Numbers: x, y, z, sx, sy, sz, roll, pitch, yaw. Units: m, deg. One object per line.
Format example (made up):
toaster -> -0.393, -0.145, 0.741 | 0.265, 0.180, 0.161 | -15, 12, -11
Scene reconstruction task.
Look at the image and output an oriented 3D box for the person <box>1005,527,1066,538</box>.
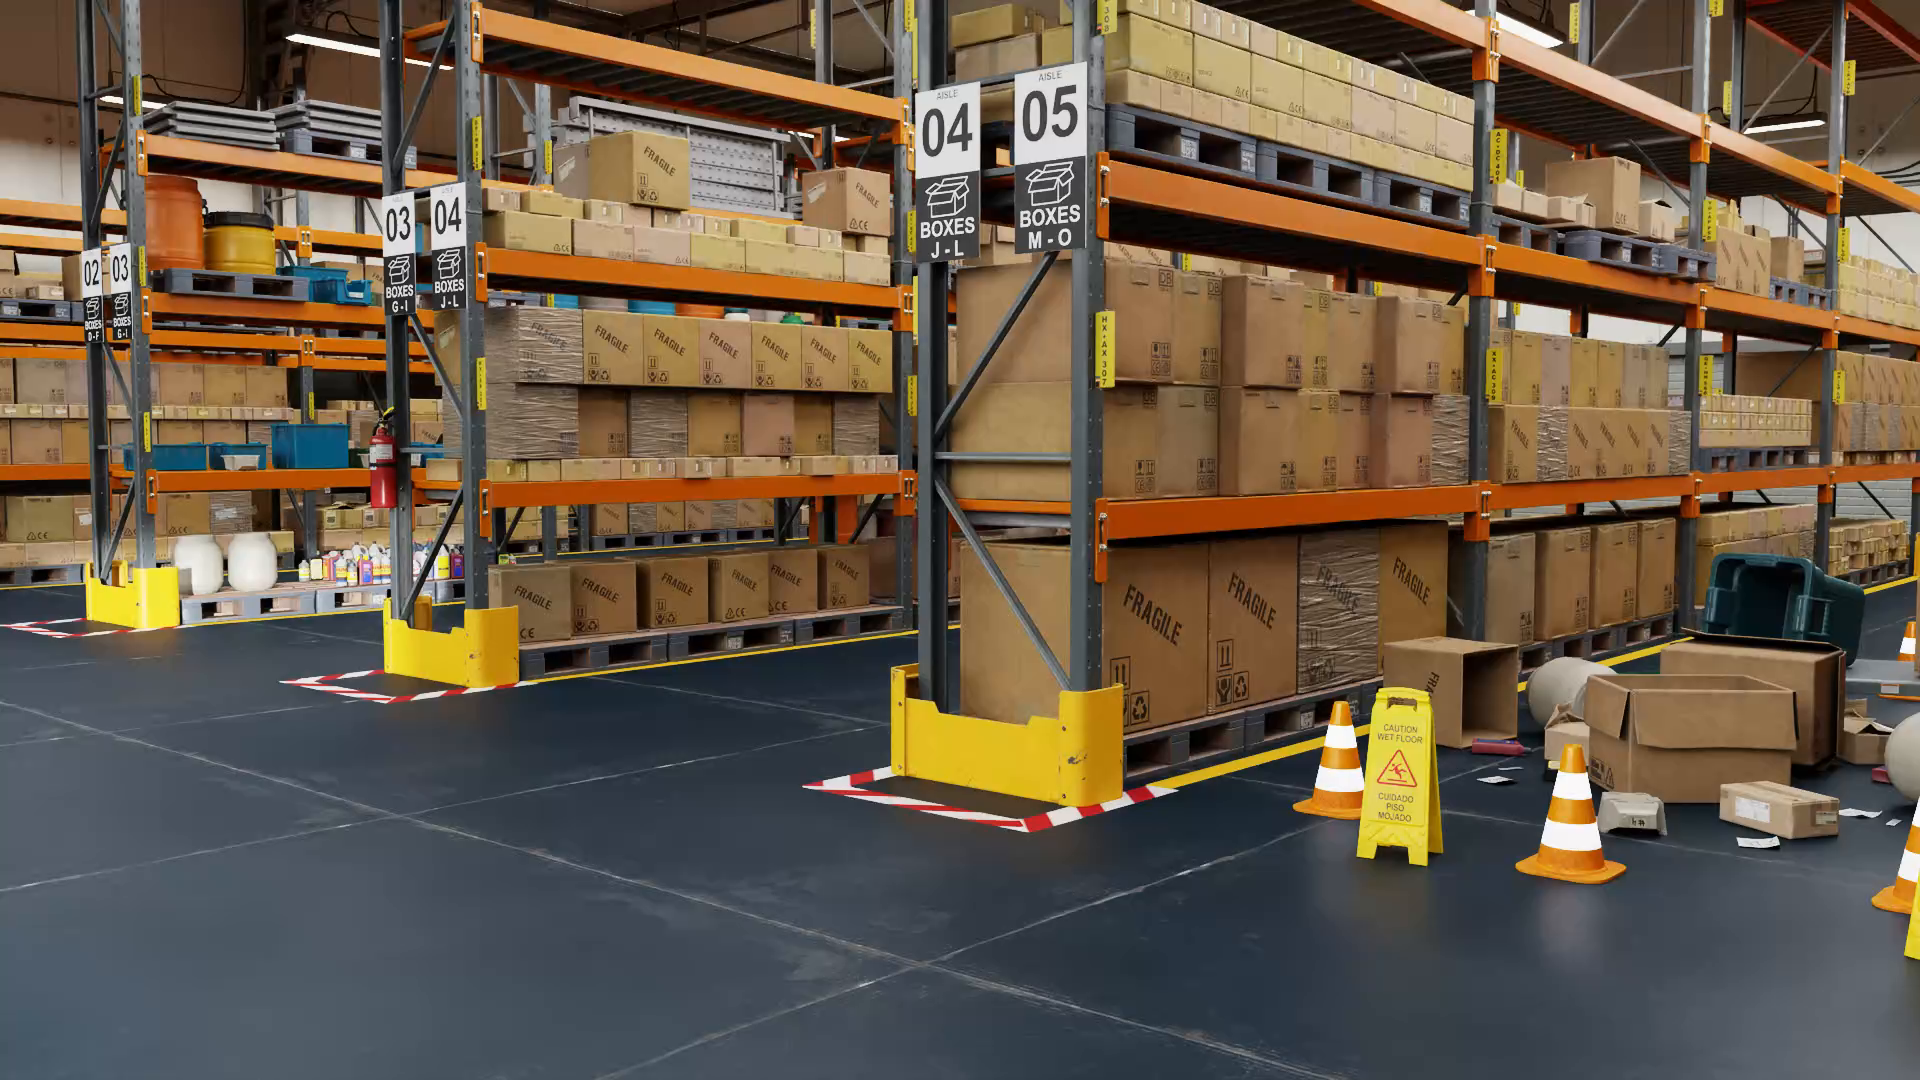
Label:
person -> 0.589, -0.094, 13.371 | 0.586, 1.726, 0.400 | 3, 4, 38
